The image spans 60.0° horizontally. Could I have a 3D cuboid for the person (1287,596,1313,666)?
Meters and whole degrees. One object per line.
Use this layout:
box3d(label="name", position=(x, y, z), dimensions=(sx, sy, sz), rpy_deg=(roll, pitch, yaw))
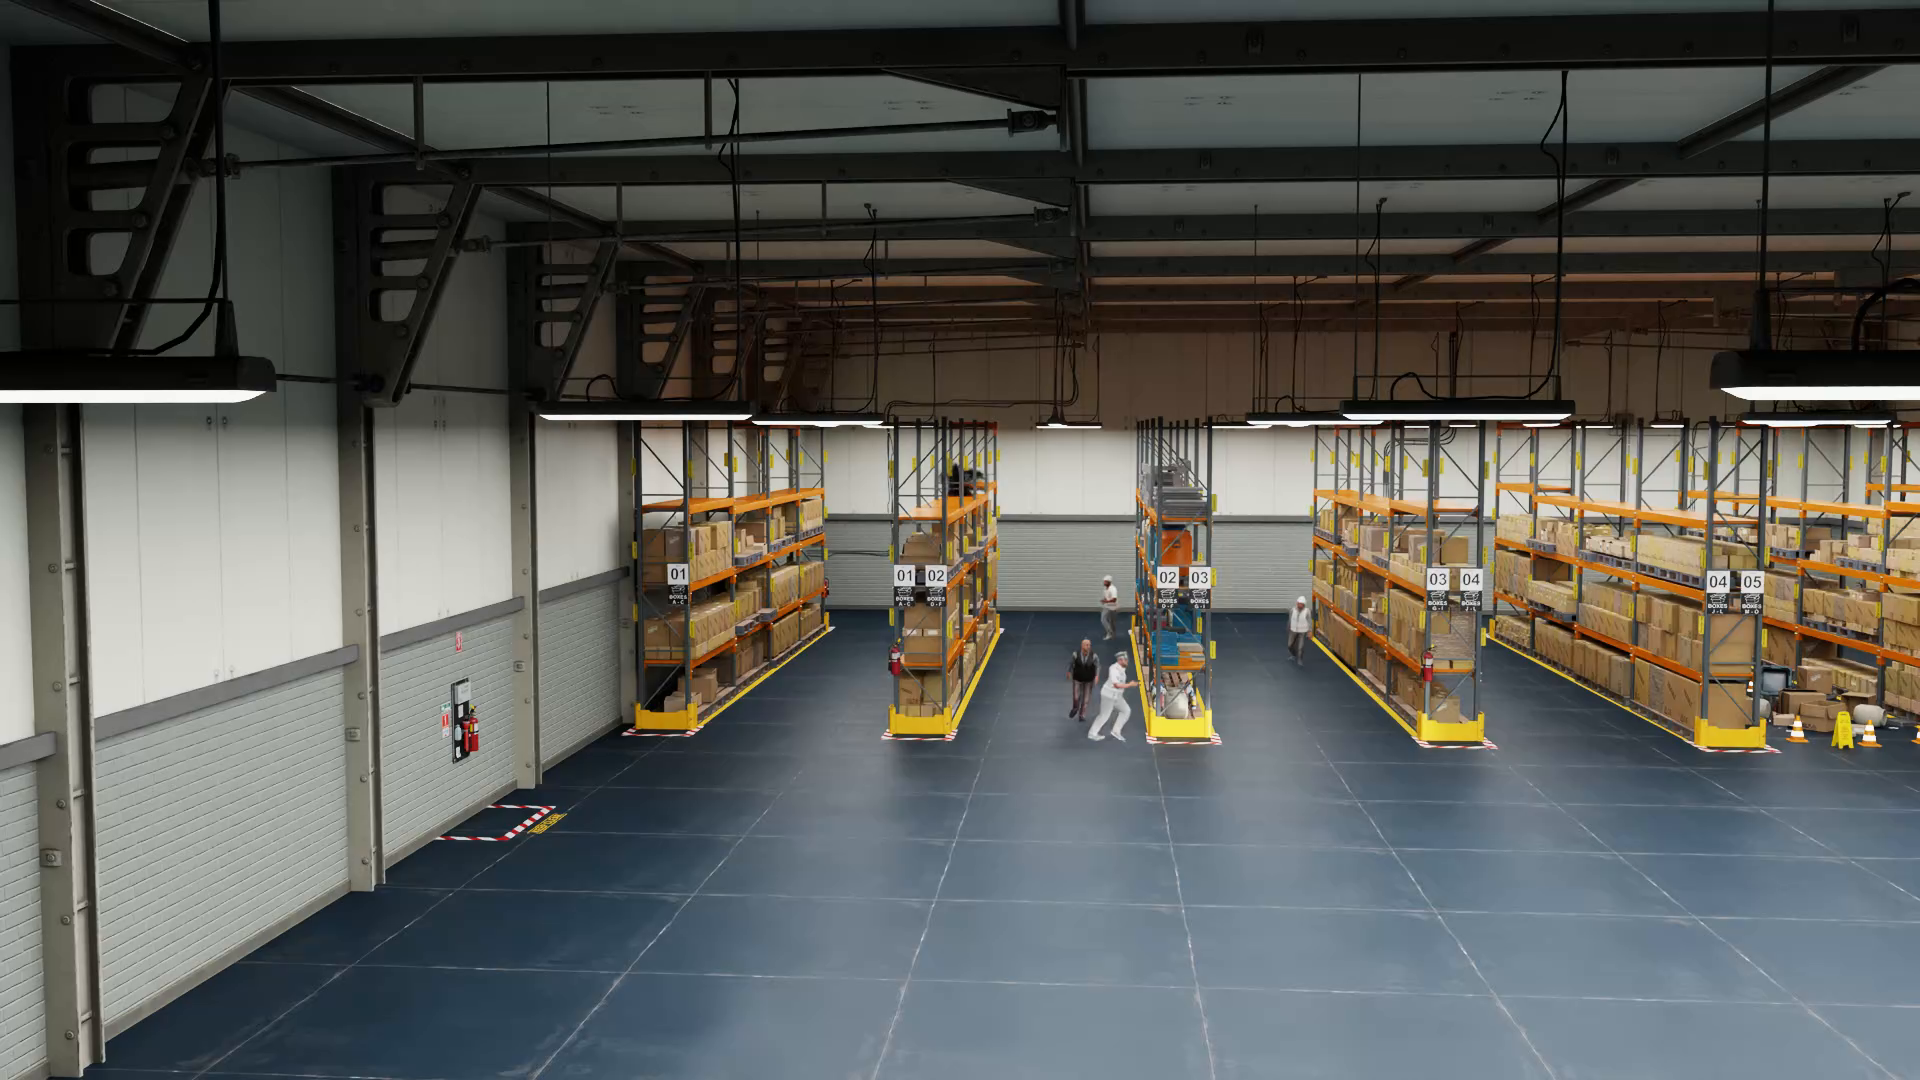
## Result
box3d(label="person", position=(8.280, 2.209, 40.584), dimensions=(0.694, 1.728, 0.613), rpy_deg=(2, 4, 27))

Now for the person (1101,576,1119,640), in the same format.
box3d(label="person", position=(3.968, 1.785, 43.782), dimensions=(0.680, 1.730, 0.828), rpy_deg=(-2, 4, -31))

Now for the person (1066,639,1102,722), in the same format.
box3d(label="person", position=(2.430, 2.753, 32.563), dimensions=(0.678, 1.658, 0.781), rpy_deg=(0, 4, 2))

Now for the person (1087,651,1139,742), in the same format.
box3d(label="person", position=(2.834, 2.885, 30.599), dimensions=(0.975, 1.724, 0.669), rpy_deg=(2, 4, 24))
